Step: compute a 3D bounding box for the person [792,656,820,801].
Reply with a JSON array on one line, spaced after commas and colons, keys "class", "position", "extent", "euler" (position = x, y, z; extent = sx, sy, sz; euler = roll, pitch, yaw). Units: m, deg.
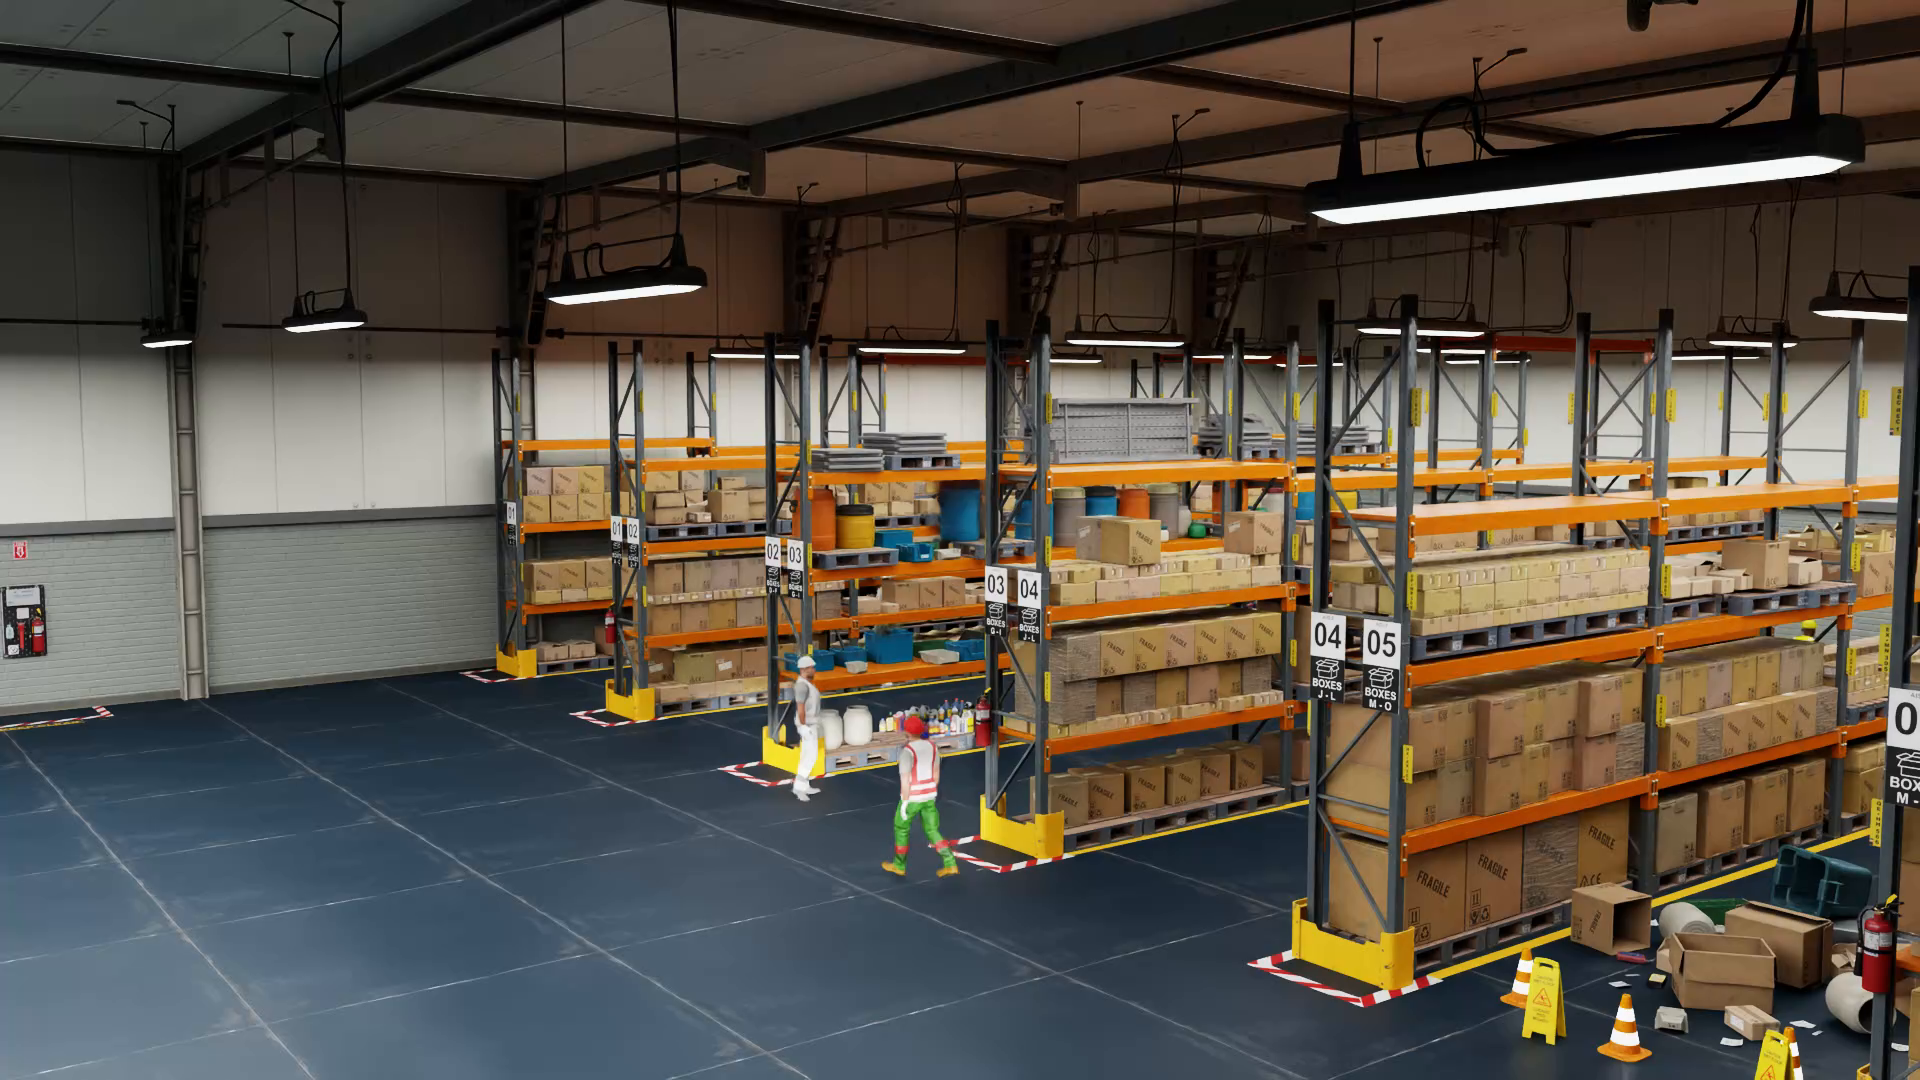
[{"class": "person", "position": [-1.973, 2.412, 21.413], "extent": [0.351, 1.826, 0.670], "euler": [1, 5, 7]}]

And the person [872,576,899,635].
[{"class": "person", "position": [-1.493, 1.477, 31.820], "extent": [1.054, 1.715, 0.647], "euler": [-4, 7, -41]}]

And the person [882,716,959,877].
[{"class": "person", "position": [-0.413, 2.739, 17.666], "extent": [0.603, 1.754, 1.034], "euler": [-5, 7, -44]}]

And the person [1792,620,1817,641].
[{"class": "person", "position": [12.732, 2.073, 25.141], "extent": [0.524, 1.769, 0.603], "euler": [-1, 5, -15]}]
